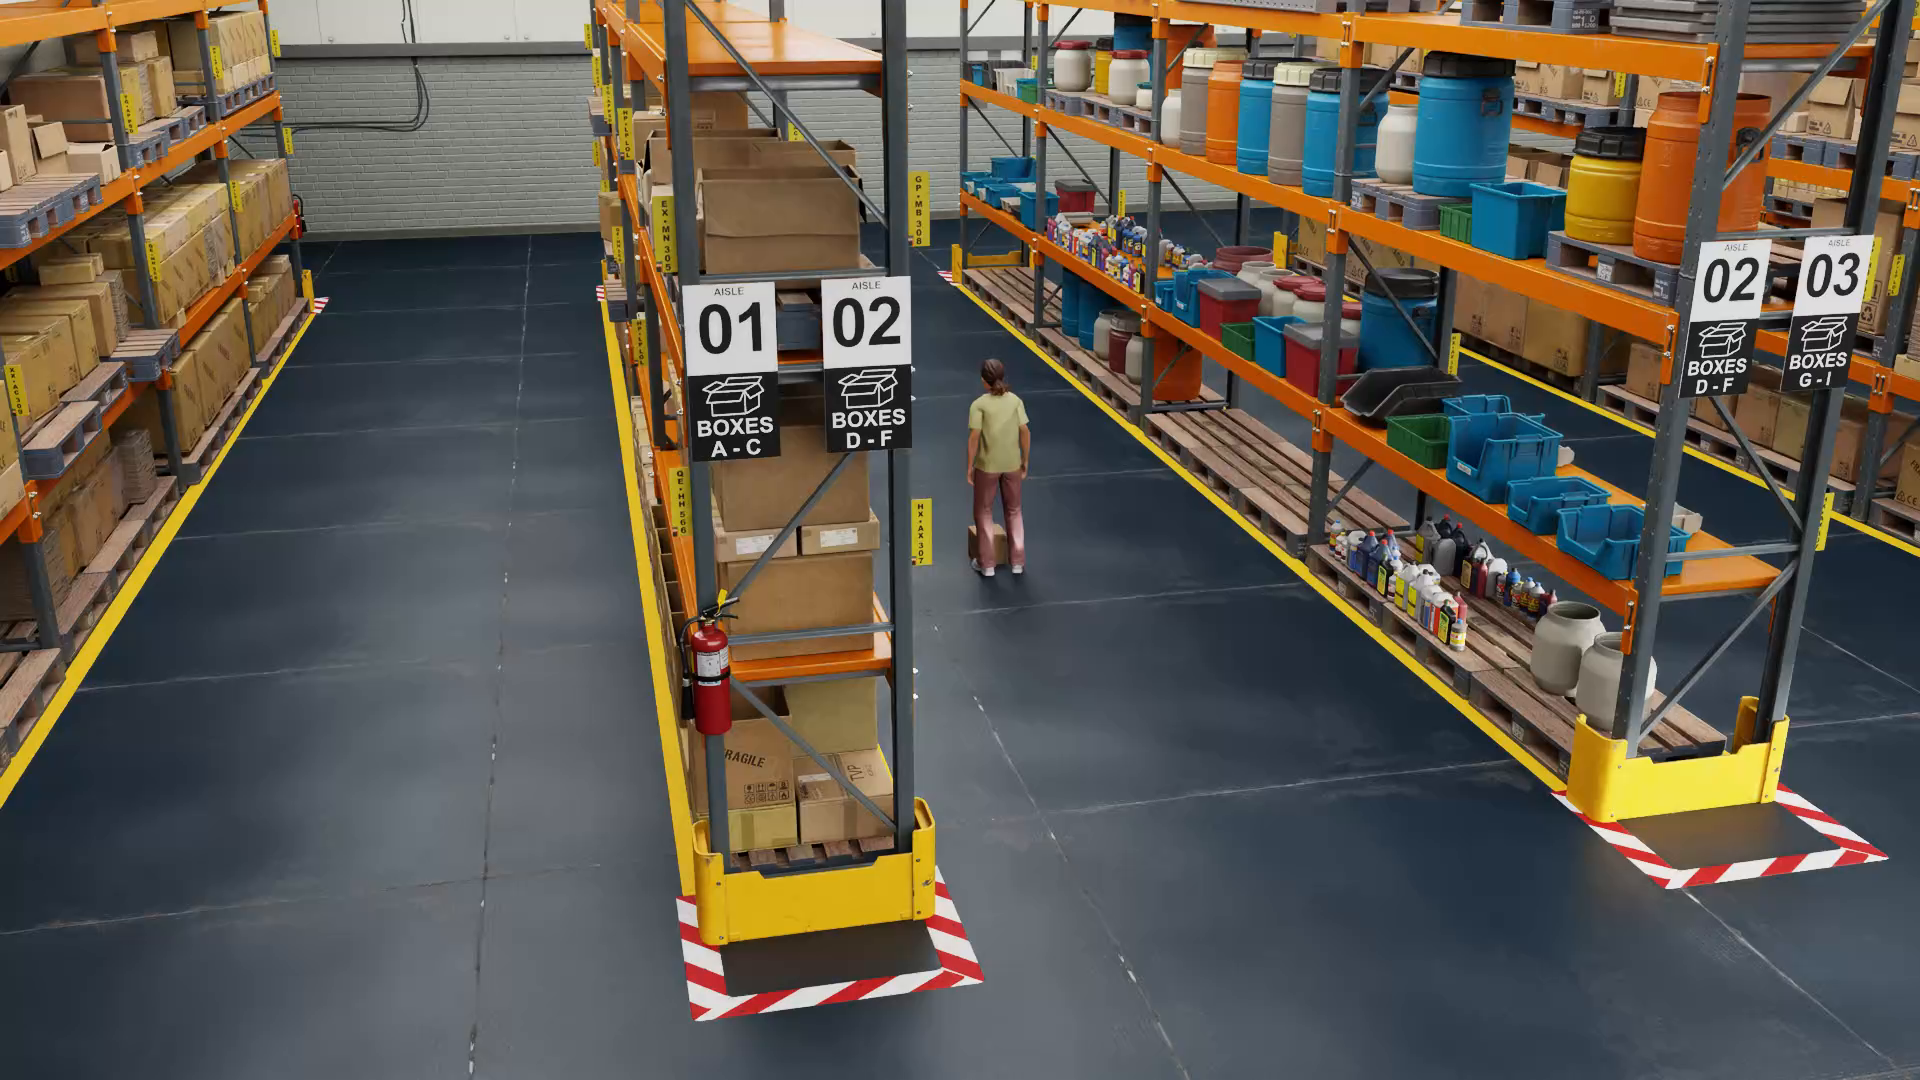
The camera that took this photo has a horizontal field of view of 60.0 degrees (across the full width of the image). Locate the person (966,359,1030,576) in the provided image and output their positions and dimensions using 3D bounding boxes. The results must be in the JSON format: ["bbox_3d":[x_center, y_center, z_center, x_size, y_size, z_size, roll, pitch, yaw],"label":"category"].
[{"bbox_3d":[0.279,-0.549,12.608,0.510,1.671,0.365,-6,20,-15],"label":"person"}]
